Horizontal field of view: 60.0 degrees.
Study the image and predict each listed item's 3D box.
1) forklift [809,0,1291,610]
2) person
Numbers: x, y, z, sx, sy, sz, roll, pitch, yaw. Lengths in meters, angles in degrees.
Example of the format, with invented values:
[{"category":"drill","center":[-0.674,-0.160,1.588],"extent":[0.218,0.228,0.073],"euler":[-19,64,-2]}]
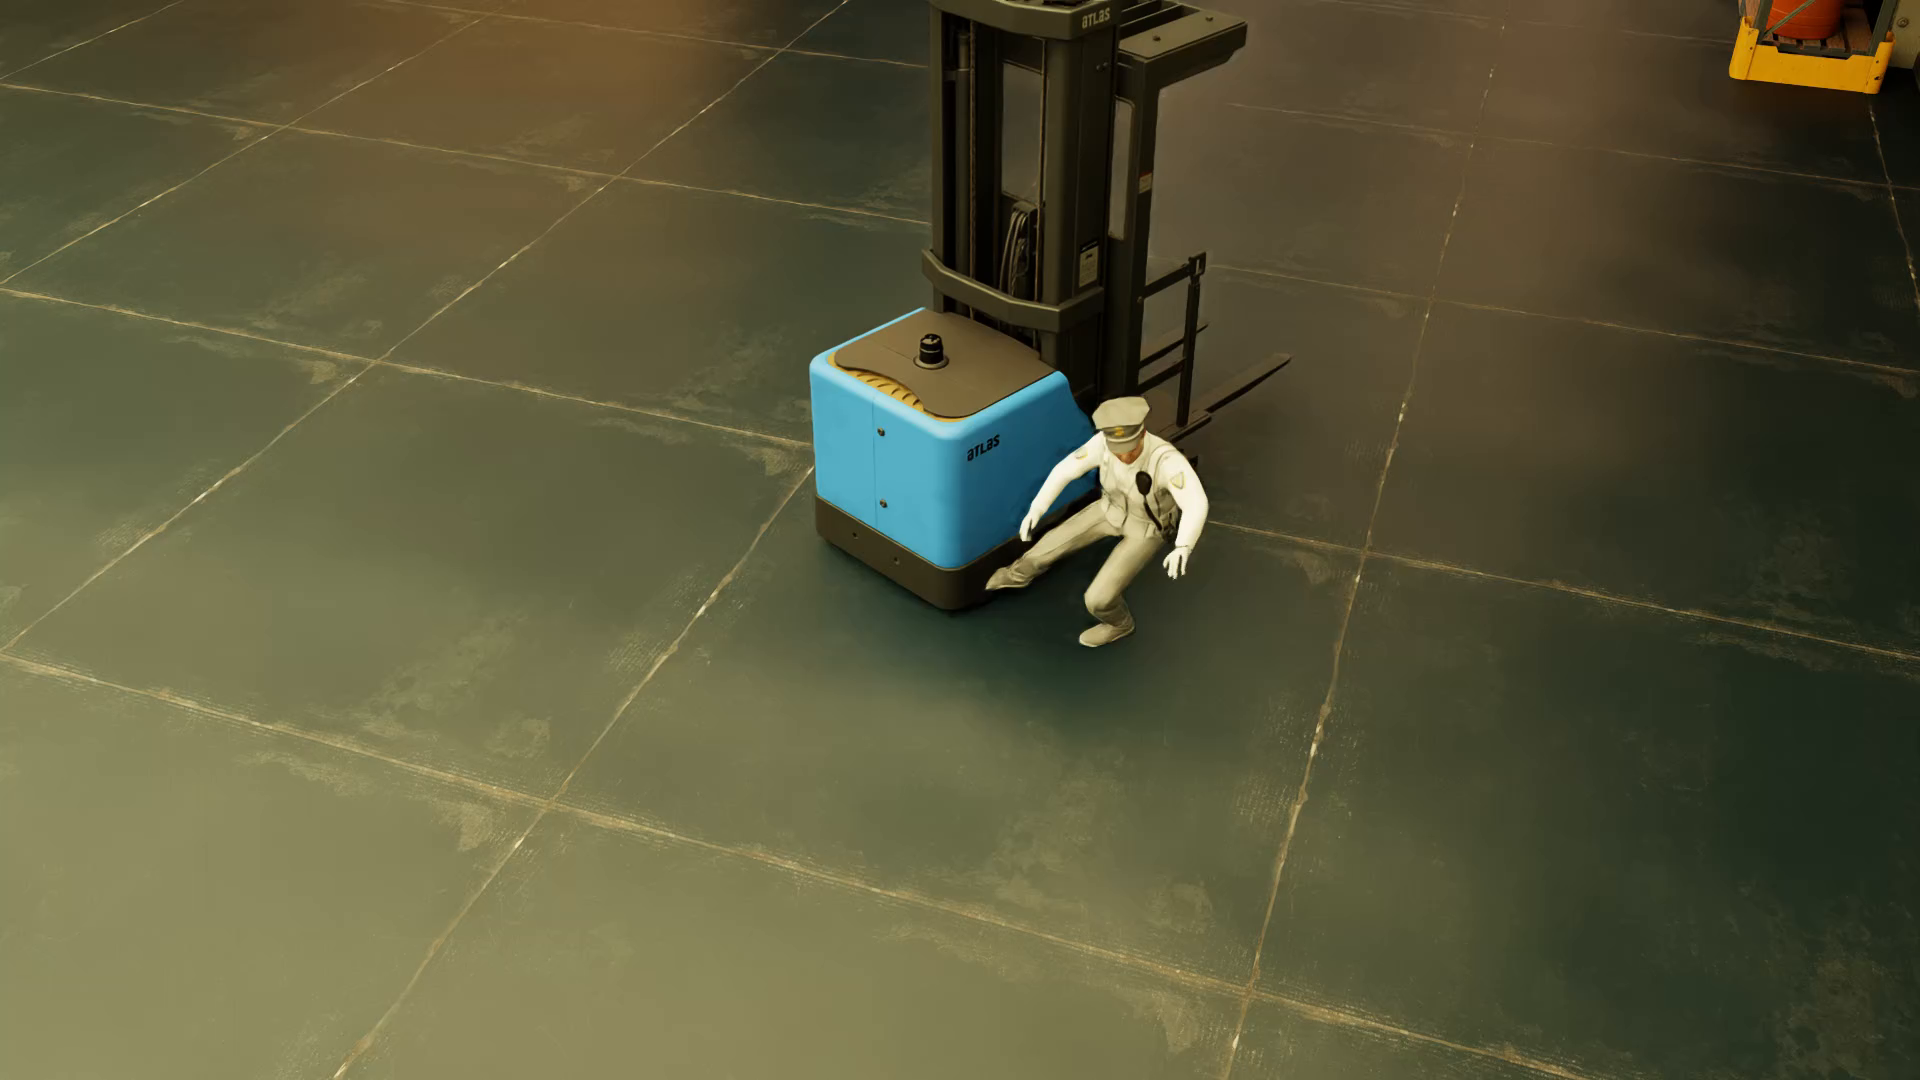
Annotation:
[{"category":"forklift","center":[0.649,-1.607,8.378],"extent":[1.130,2.935,3.031],"euler":[30,45,35]},{"category":"person","center":[0.583,-0.036,7.501],"extent":[1.335,1.426,0.794],"euler":[23,41,29]}]
